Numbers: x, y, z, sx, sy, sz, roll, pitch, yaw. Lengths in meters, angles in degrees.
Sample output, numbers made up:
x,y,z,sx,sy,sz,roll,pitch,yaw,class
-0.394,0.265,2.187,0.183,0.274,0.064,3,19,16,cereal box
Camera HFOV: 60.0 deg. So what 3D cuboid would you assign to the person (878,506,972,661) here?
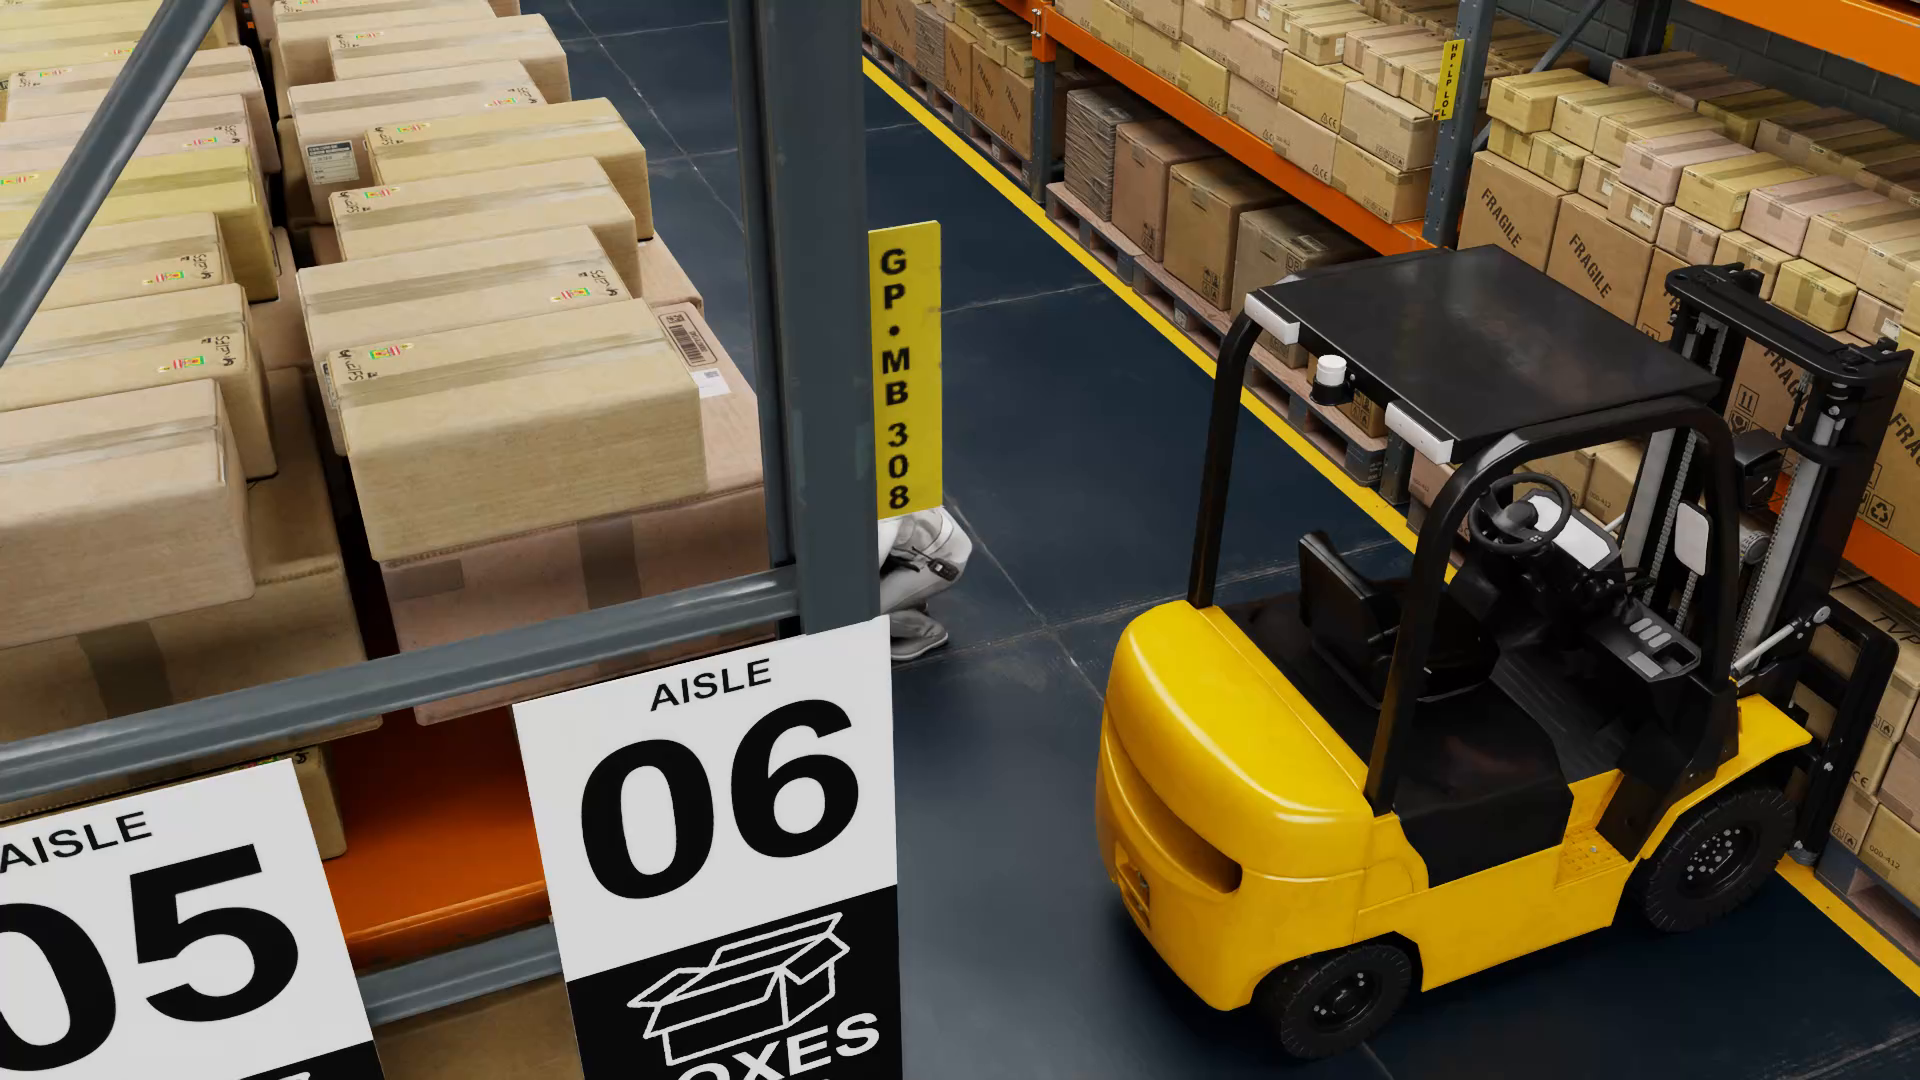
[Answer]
x,y,z,sx,sy,sz,roll,pitch,yaw,class
-0.360,0.031,6.741,0.830,0.961,0.495,-13,36,-19,person
